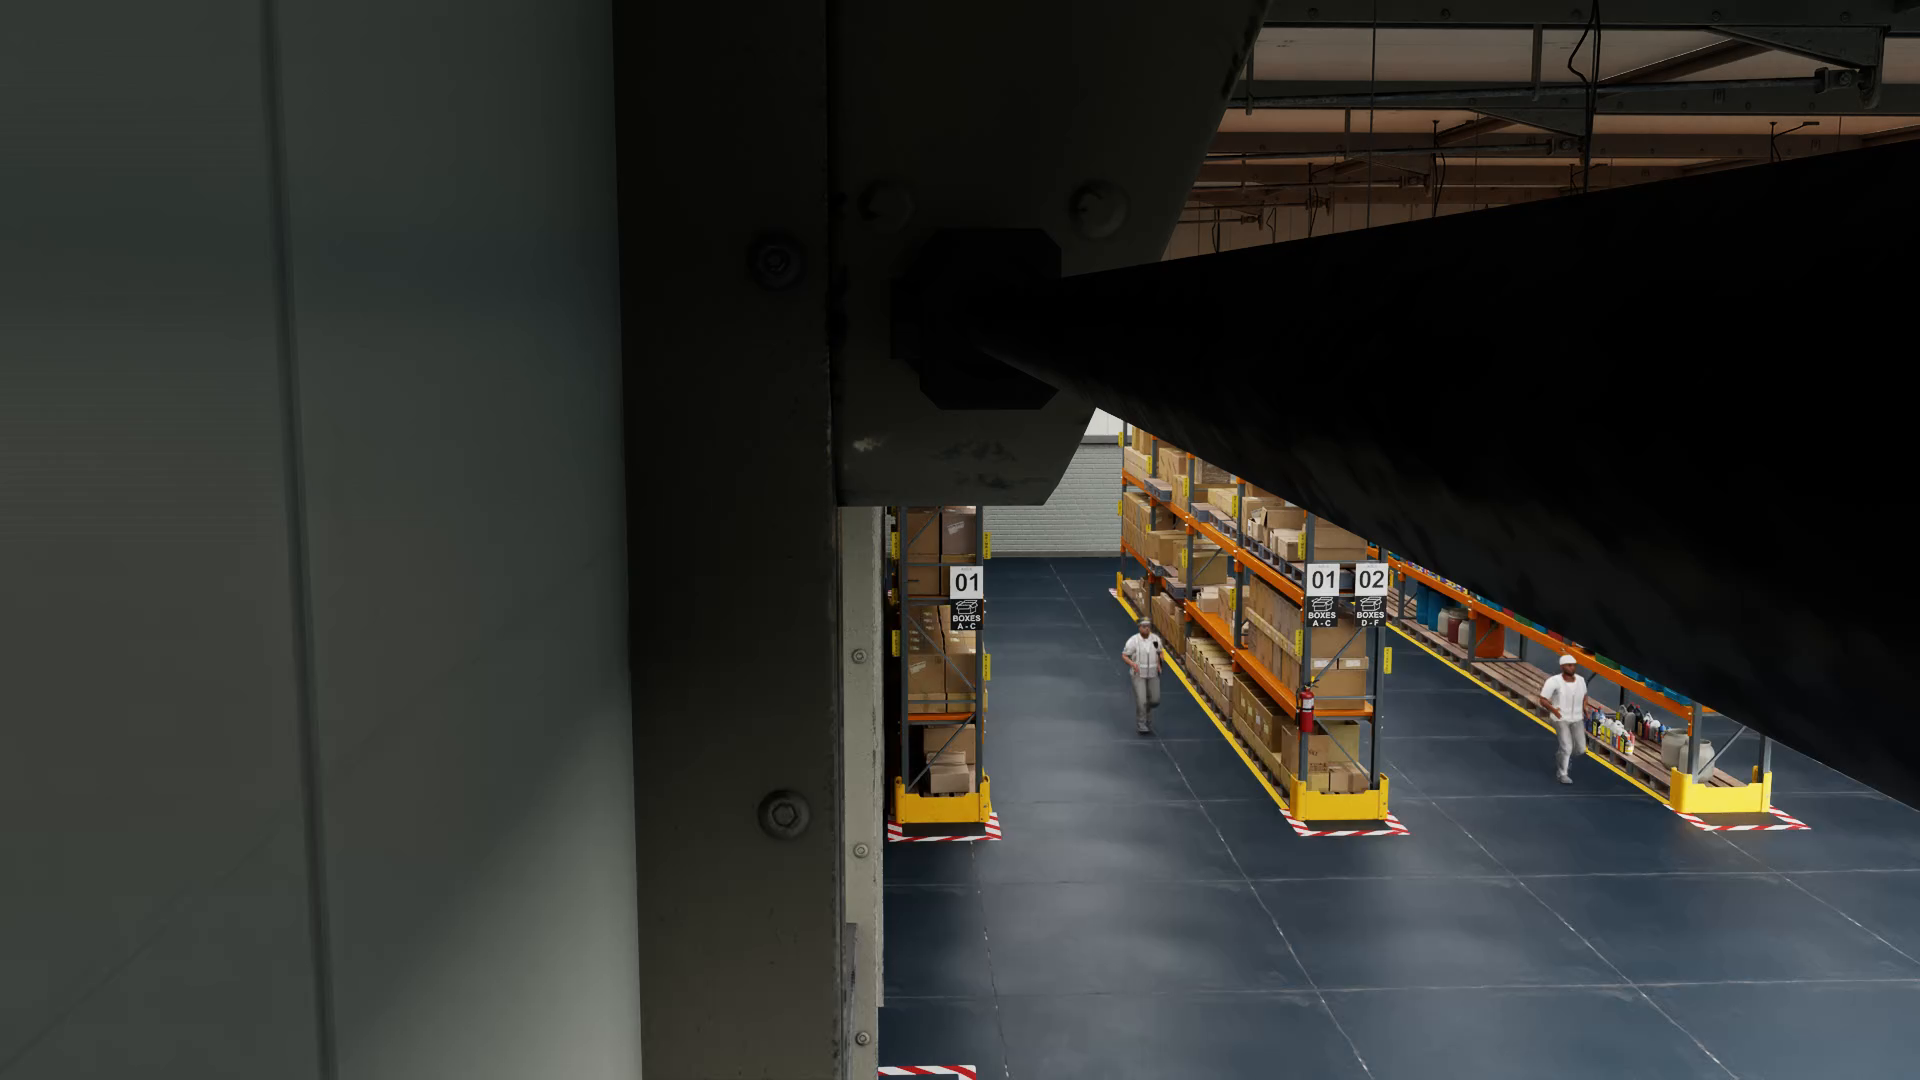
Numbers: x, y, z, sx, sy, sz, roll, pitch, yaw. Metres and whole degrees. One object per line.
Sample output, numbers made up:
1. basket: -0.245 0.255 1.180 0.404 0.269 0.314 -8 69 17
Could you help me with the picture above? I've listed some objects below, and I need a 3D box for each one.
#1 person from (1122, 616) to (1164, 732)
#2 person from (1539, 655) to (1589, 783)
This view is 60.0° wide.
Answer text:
1. person: 2.760 1.992 24.816 0.659 1.732 0.600 -1 8 -10
2. person: 8.080 2.377 22.162 0.696 1.718 0.605 -1 8 -9
